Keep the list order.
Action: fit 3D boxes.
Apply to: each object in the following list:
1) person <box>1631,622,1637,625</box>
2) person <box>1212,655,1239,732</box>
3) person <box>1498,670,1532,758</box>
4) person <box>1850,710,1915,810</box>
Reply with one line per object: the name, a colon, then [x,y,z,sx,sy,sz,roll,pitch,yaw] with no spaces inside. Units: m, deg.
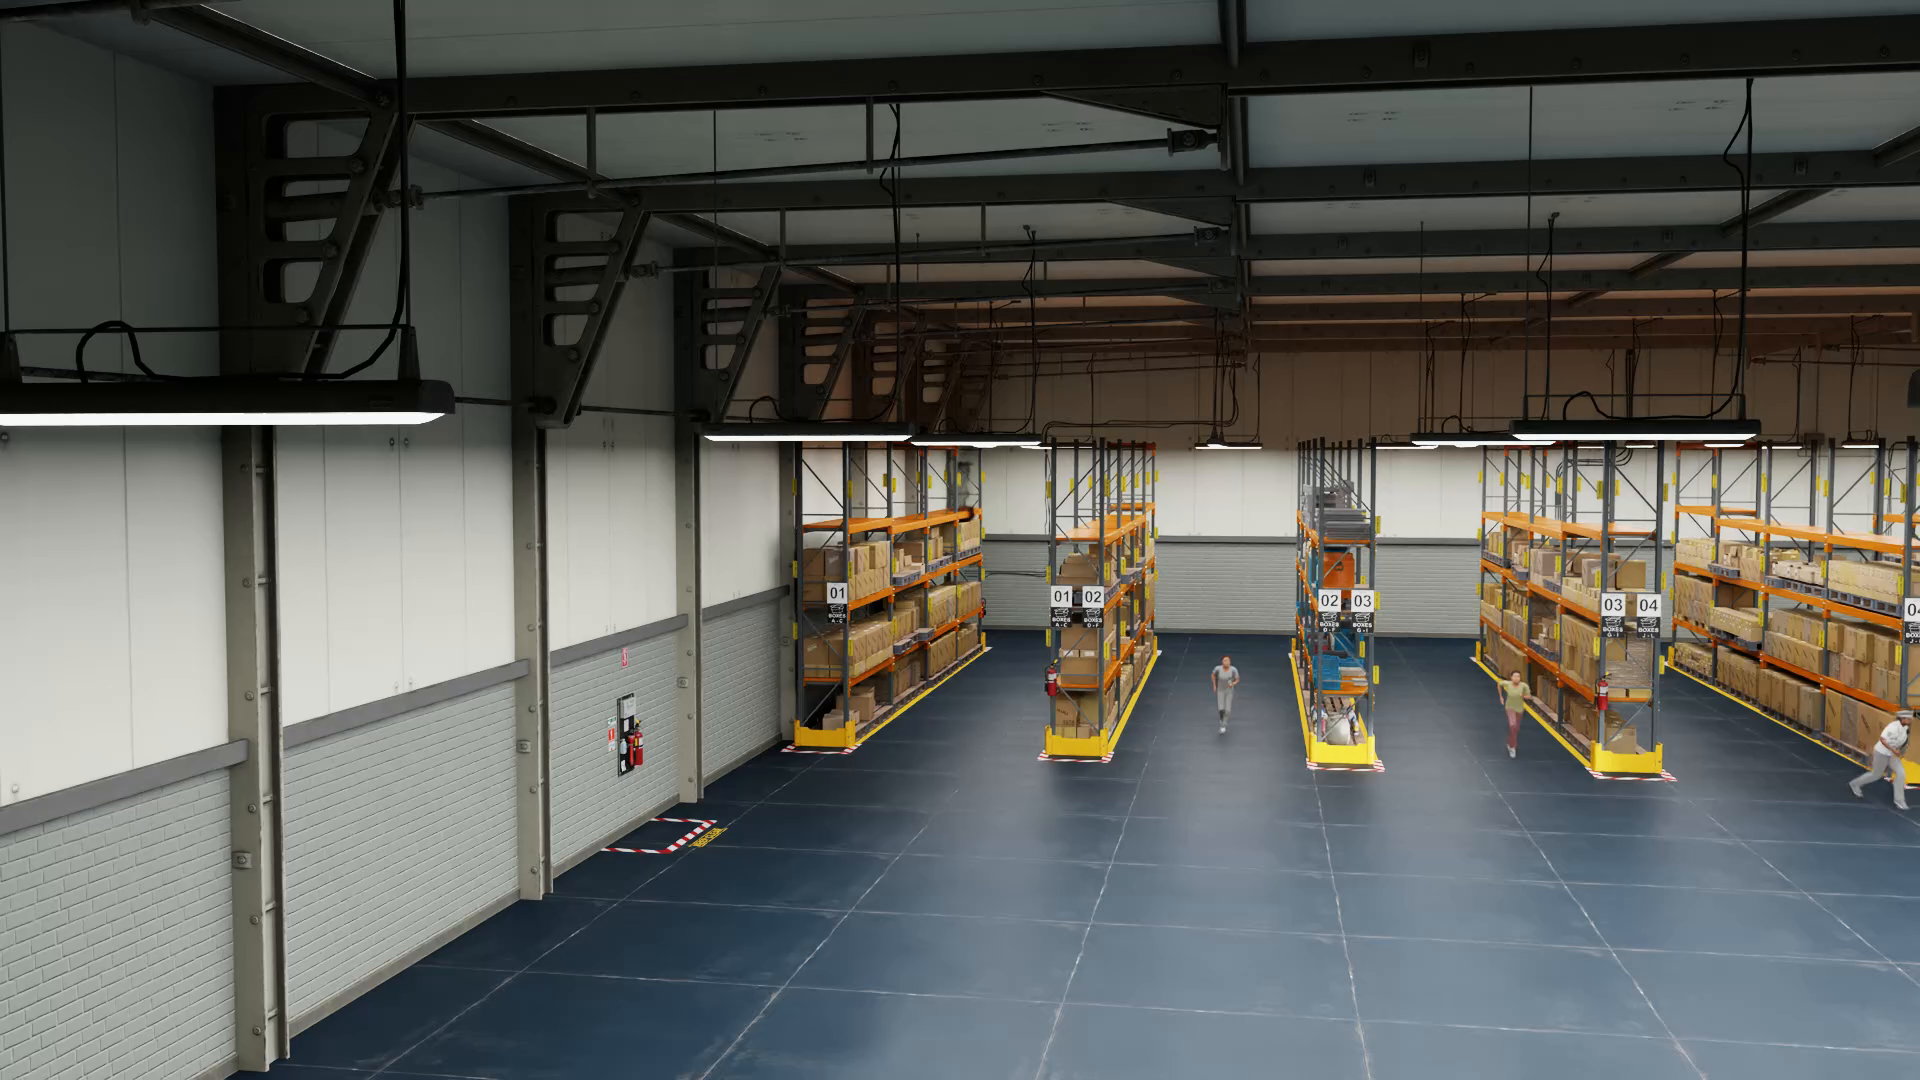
person: [18.264,2.447,45.315,0.737,1.753,0.970,3,4,42]
person: [5.394,3.118,33.789,0.533,1.607,0.657,0,3,3]
person: [10.451,3.245,31.364,0.572,1.655,0.873,0,3,6]
person: [14.980,3.519,27.017,0.609,1.627,0.980,-2,4,-37]
